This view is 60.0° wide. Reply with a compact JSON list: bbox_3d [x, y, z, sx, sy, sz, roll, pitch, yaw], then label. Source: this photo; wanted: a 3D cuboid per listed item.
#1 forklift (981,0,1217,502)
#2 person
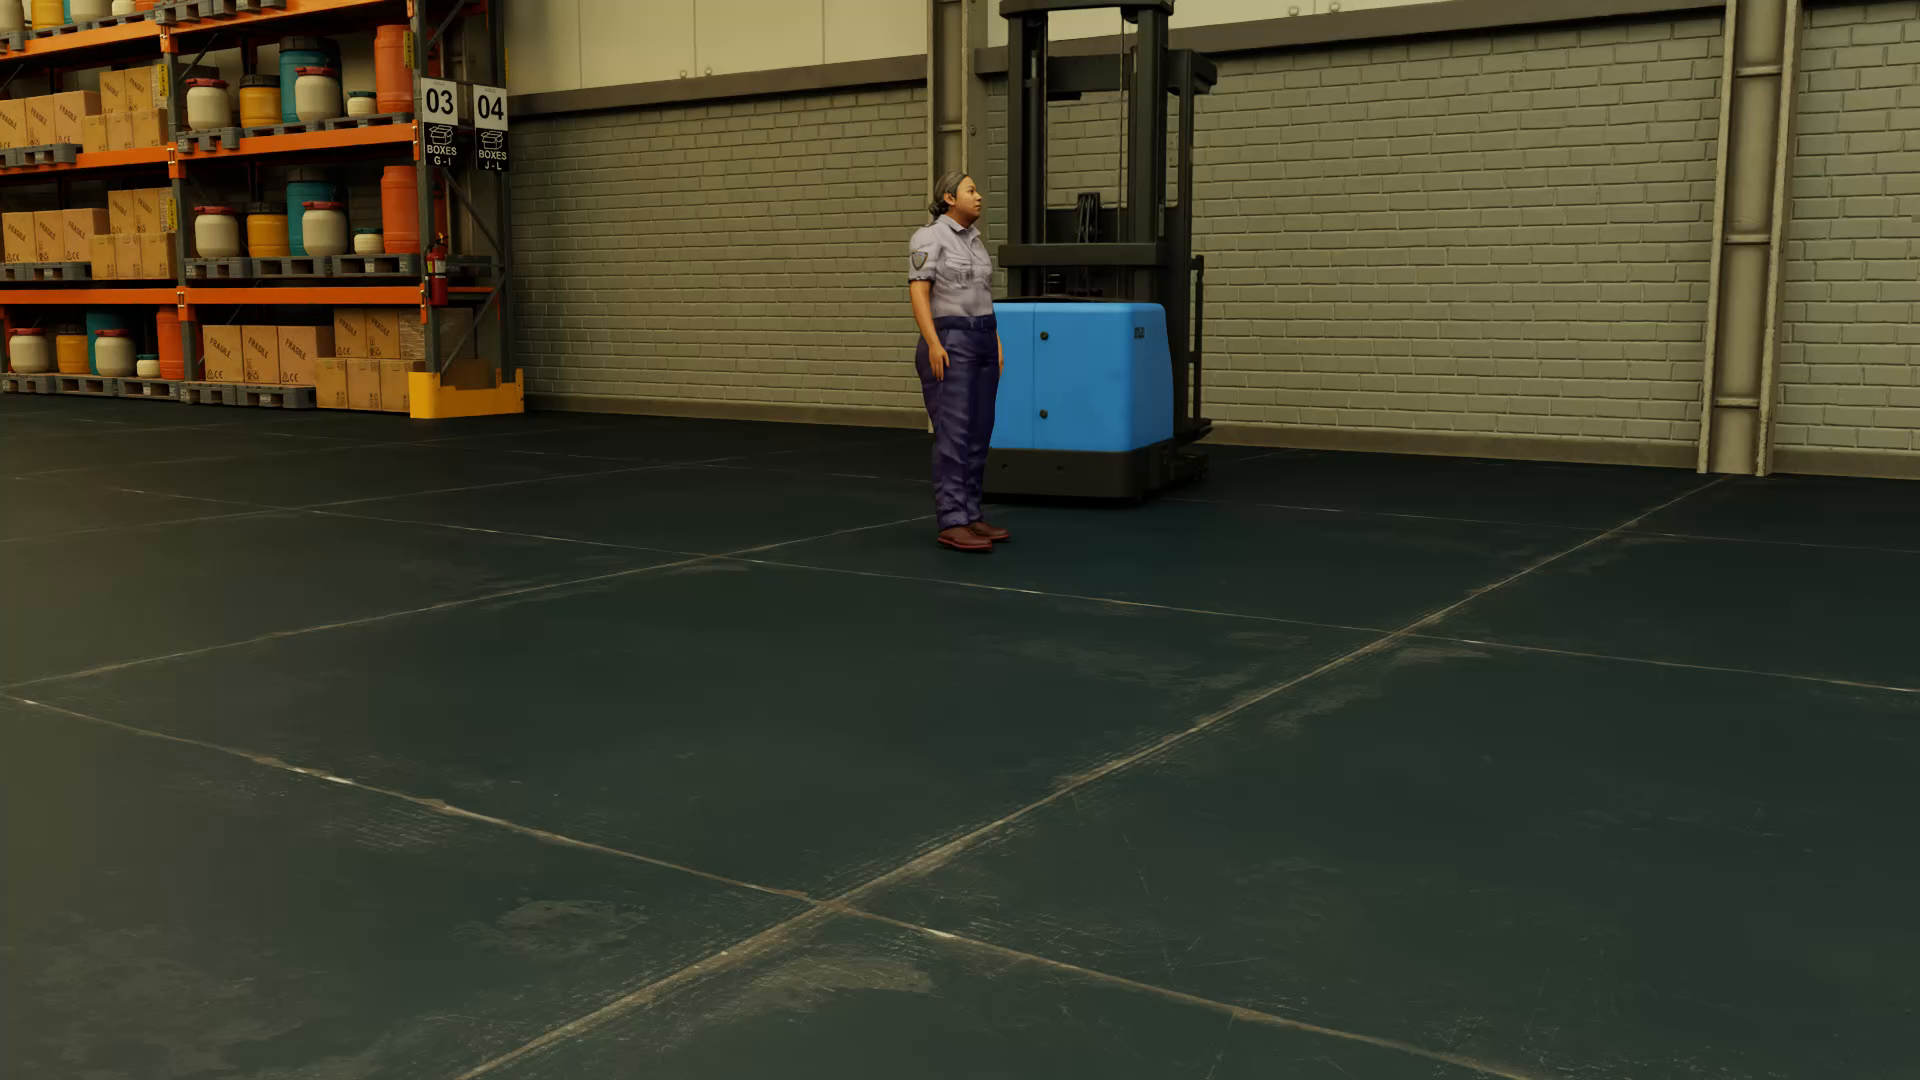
[{"bbox_3d":[0.901,-1.819,9.984,1.130,2.935,3.031,3,9,20],"label":"forklift"},{"bbox_3d":[0.062,-0.814,7.419,0.503,1.650,0.599,5,10,34],"label":"person"}]
